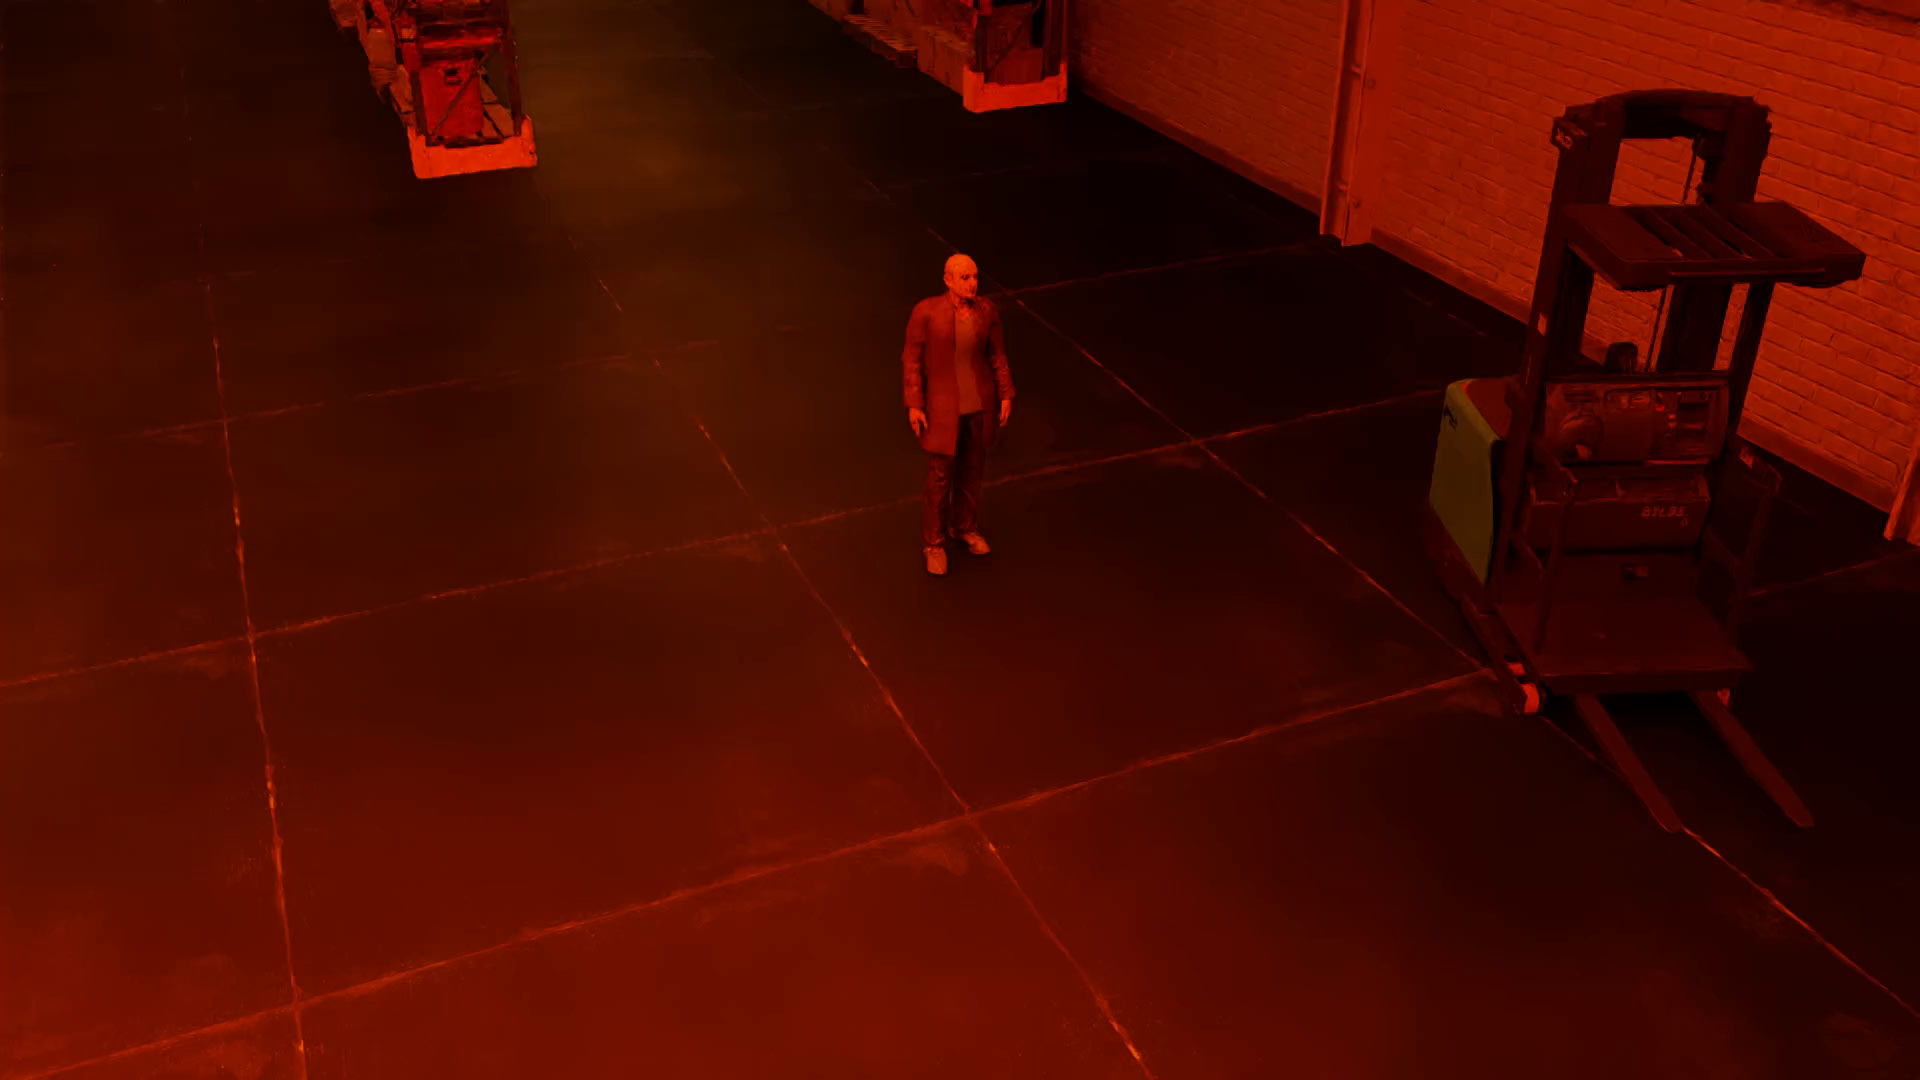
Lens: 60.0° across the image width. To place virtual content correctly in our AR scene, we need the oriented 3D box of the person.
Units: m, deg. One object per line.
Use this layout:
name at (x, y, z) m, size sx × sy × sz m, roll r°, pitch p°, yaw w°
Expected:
person at (0.032, -0.735, 9.554) m, size 0.694 × 1.776 × 0.580 m, roll -12°, pitch 32°, yaw -20°

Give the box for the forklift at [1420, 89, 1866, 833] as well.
forklift at (3.374, -0.548, 8.078) m, size 1.130 × 2.935 × 3.031 m, roll -2°, pitch 30°, yaw -3°
